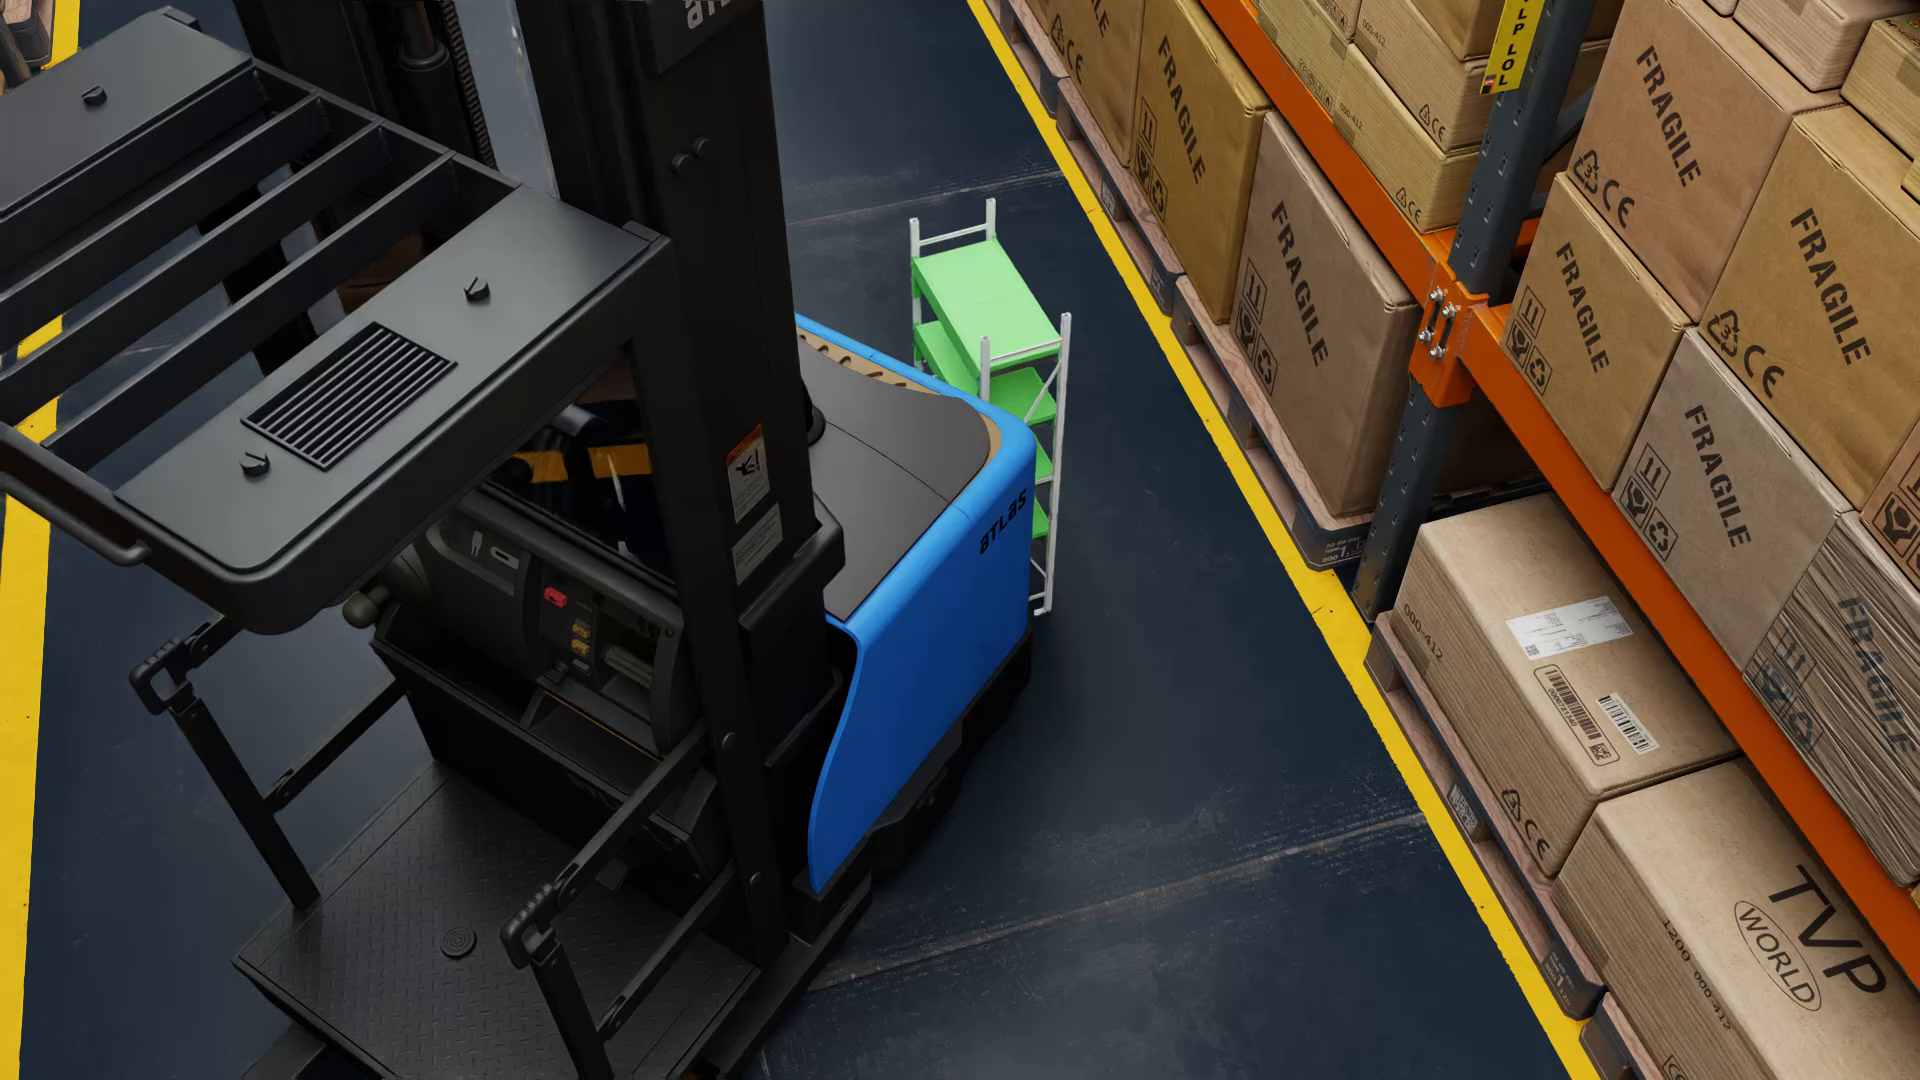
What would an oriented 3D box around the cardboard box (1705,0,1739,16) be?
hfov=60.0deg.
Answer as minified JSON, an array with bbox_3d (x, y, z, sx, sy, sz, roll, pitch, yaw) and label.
[{"bbox_3d":[1.537,-1.139,3.105,0.380,0.149,0.250,-14,51,-12],"label":"cardboard box"}]

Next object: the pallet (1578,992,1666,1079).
[{"bbox_3d":[2.207,1.500,3.848,1.003,0.211,1.213,-13,51,-11],"label":"pallet"}]

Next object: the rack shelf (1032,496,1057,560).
[{"bbox_3d":[0.073,-0.121,4.964,0.258,0.148,0.480,-17,52,-14],"label":"rack shelf"}]

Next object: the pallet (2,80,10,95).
[{"bbox_3d":[-4.047,-1.208,6.131,1.003,0.211,1.213,-13,51,-11],"label":"pallet"}]

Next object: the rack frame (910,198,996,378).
[{"bbox_3d":[-0.019,-0.489,4.878,0.240,1.200,0.015,-17,52,-14],"label":"rack frame"}]

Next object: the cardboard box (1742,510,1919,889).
[{"bbox_3d":[1.866,0.238,3.022,0.500,0.500,0.500,-13,51,-11],"label":"cardboard box"}]

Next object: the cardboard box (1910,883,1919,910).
[{"bbox_3d":[2.019,0.614,2.705,0.500,0.500,0.500,-12,51,-10],"label":"cardboard box"}]

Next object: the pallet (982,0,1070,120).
[{"bbox_3d":[0.670,-2.294,7.046,1.003,0.211,1.213,-13,51,-11],"label":"pallet"}]

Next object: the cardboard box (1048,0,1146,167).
[{"bbox_3d":[0.894,-2.061,6.141,0.875,0.875,0.875,-13,51,-11],"label":"cardboard box"}]

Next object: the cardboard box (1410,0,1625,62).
[{"bbox_3d":[1.320,-1.489,3.824,0.500,0.500,0.500,-12,51,-10],"label":"cardboard box"}]

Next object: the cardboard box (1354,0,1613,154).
[{"bbox_3d":[1.329,-1.244,4.108,0.500,0.250,0.500,-13,51,-11],"label":"cardboard box"}]

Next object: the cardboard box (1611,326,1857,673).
[{"bbox_3d":[1.726,-0.127,3.329,0.500,0.500,0.500,-13,51,-11],"label":"cardboard box"}]

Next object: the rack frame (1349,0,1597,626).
[{"bbox_3d":[1.692,-0.865,4.017,1.000,3.000,0.127,-13,51,-11],"label":"rack frame"}]

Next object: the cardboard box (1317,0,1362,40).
[{"bbox_3d":[1.174,-1.608,4.415,0.500,0.250,0.500,-12,51,-10],"label":"cardboard box"}]

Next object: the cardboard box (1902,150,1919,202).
[{"bbox_3d":[1.759,-0.583,2.636,0.380,0.149,0.250,-14,51,-11],"label":"cardboard box"}]

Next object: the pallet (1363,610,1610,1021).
[{"bbox_3d":[1.842,0.607,4.600,1.003,0.211,1.213,-13,51,-11],"label":"pallet"}]

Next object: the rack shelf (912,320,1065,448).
[{"bbox_3d":[0.073,-0.430,4.597,0.258,0.148,0.480,-17,52,-14],"label":"rack shelf"}]

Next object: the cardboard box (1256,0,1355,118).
[{"bbox_3d":[1.169,-1.459,4.616,0.500,0.250,0.500,-14,51,-11],"label":"cardboard box"}]

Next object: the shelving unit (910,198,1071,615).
[{"bbox_3d":[0.073,-0.317,4.732,0.258,1.200,0.503,-17,52,-14],"label":"shelving unit"}]

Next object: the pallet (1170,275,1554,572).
[{"bbox_3d":[1.392,-0.512,5.544,1.003,0.211,1.213,-13,51,-11],"label":"pallet"}]

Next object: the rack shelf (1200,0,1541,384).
[{"bbox_3d":[1.101,-2.094,5.524,1.077,0.370,4.000,-13,51,-11],"label":"rack shelf"}]

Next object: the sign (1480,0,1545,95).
[{"bbox_3d":[1.177,-1.083,3.495,0.100,0.325,0.005,-13,51,-11],"label":"sign"}]

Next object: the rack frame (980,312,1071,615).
[{"bbox_3d":[0.164,-0.144,4.586,0.240,1.200,0.015,-17,52,-14],"label":"rack frame"}]

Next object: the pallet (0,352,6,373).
[{"bbox_3d":[-3.690,-0.319,5.381,1.003,0.211,1.213,-13,51,-11],"label":"pallet"}]

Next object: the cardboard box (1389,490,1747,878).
[{"bbox_3d":[1.775,0.309,4.429,0.875,0.438,0.875,-14,51,-12],"label":"cardboard box"}]

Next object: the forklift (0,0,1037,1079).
[{"bbox_3d":[-1.029,0.202,3.163,1.130,2.935,3.031,27,55,21],"label":"forklift"}]

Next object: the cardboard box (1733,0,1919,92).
[{"bbox_3d":[1.629,-0.955,2.950,0.380,0.149,0.250,-13,51,-10],"label":"cardboard box"}]

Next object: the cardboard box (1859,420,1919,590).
[{"bbox_3d":[1.886,-0.070,2.627,0.500,0.500,0.500,-12,51,-10],"label":"cardboard box"}]

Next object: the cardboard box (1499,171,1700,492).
[{"bbox_3d":[1.581,-0.495,3.640,0.500,0.500,0.500,-12,51,-10],"label":"cardboard box"}]

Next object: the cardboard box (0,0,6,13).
[{"bbox_3d":[-4.403,-2.490,6.665,0.875,0.625,0.625,-12,51,-10],"label":"cardboard box"}]

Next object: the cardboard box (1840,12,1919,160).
[{"bbox_3d":[1.744,-0.778,2.801,0.380,0.149,0.250,-14,51,-11],"label":"cardboard box"}]

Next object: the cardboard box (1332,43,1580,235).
[{"bbox_3d":[1.319,-1.087,4.303,0.500,0.250,0.500,-14,51,-12],"label":"cardboard box"}]

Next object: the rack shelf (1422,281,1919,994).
[{"bbox_3d":[2.283,0.828,3.061,1.077,0.370,4.000,-13,51,-11],"label":"rack shelf"}]

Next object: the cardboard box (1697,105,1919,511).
[{"bbox_3d":[1.745,-0.446,2.945,0.500,0.500,0.500,-14,51,-11],"label":"cardboard box"}]

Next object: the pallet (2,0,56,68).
[{"bbox_3d":[-4.438,-2.372,7.112,1.003,0.211,1.213,-13,51,-11],"label":"pallet"}]

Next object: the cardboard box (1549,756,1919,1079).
[{"bbox_3d":[2.040,0.962,3.878,0.875,0.438,0.875,-15,51,-12],"label":"cardboard box"}]

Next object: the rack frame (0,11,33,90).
[{"bbox_3d":[-4.231,-2.661,5.531,1.000,3.000,0.127,-13,51,-11],"label":"rack frame"}]

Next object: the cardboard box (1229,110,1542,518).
[{"bbox_3d":[1.432,-0.750,5.035,0.875,0.875,0.875,-12,51,-10],"label":"cardboard box"}]

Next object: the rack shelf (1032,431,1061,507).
[{"bbox_3d":[0.073,-0.275,4.781,0.258,0.148,0.480,-17,52,-14],"label":"rack shelf"}]

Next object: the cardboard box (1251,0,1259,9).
[{"bbox_3d":[1.038,-1.832,4.931,0.500,0.250,0.500,-15,51,-12],"label":"cardboard box"}]

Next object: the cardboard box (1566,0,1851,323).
[{"bbox_3d":[1.601,-0.817,3.257,0.500,0.500,0.500,-13,51,-11],"label":"cardboard box"}]

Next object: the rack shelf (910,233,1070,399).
[{"bbox_3d":[0.073,-0.585,4.414,0.258,0.148,0.480,-17,52,-14],"label":"rack shelf"}]

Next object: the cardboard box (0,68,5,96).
[{"bbox_3d":[-3.901,-1.731,6.107,0.500,0.500,0.500,-12,51,-10],"label":"cardboard box"}]

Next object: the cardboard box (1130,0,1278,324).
[{"bbox_3d":[1.158,-1.408,5.590,0.875,0.875,0.875,-12,51,-10],"label":"cardboard box"}]

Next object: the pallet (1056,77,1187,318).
[{"bbox_3d":[1.027,-1.405,6.296,1.003,0.211,1.213,-13,51,-11],"label":"pallet"}]

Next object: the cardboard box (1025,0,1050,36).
[{"bbox_3d":[0.634,-2.713,6.691,0.875,0.875,0.875,-14,51,-11],"label":"cardboard box"}]
